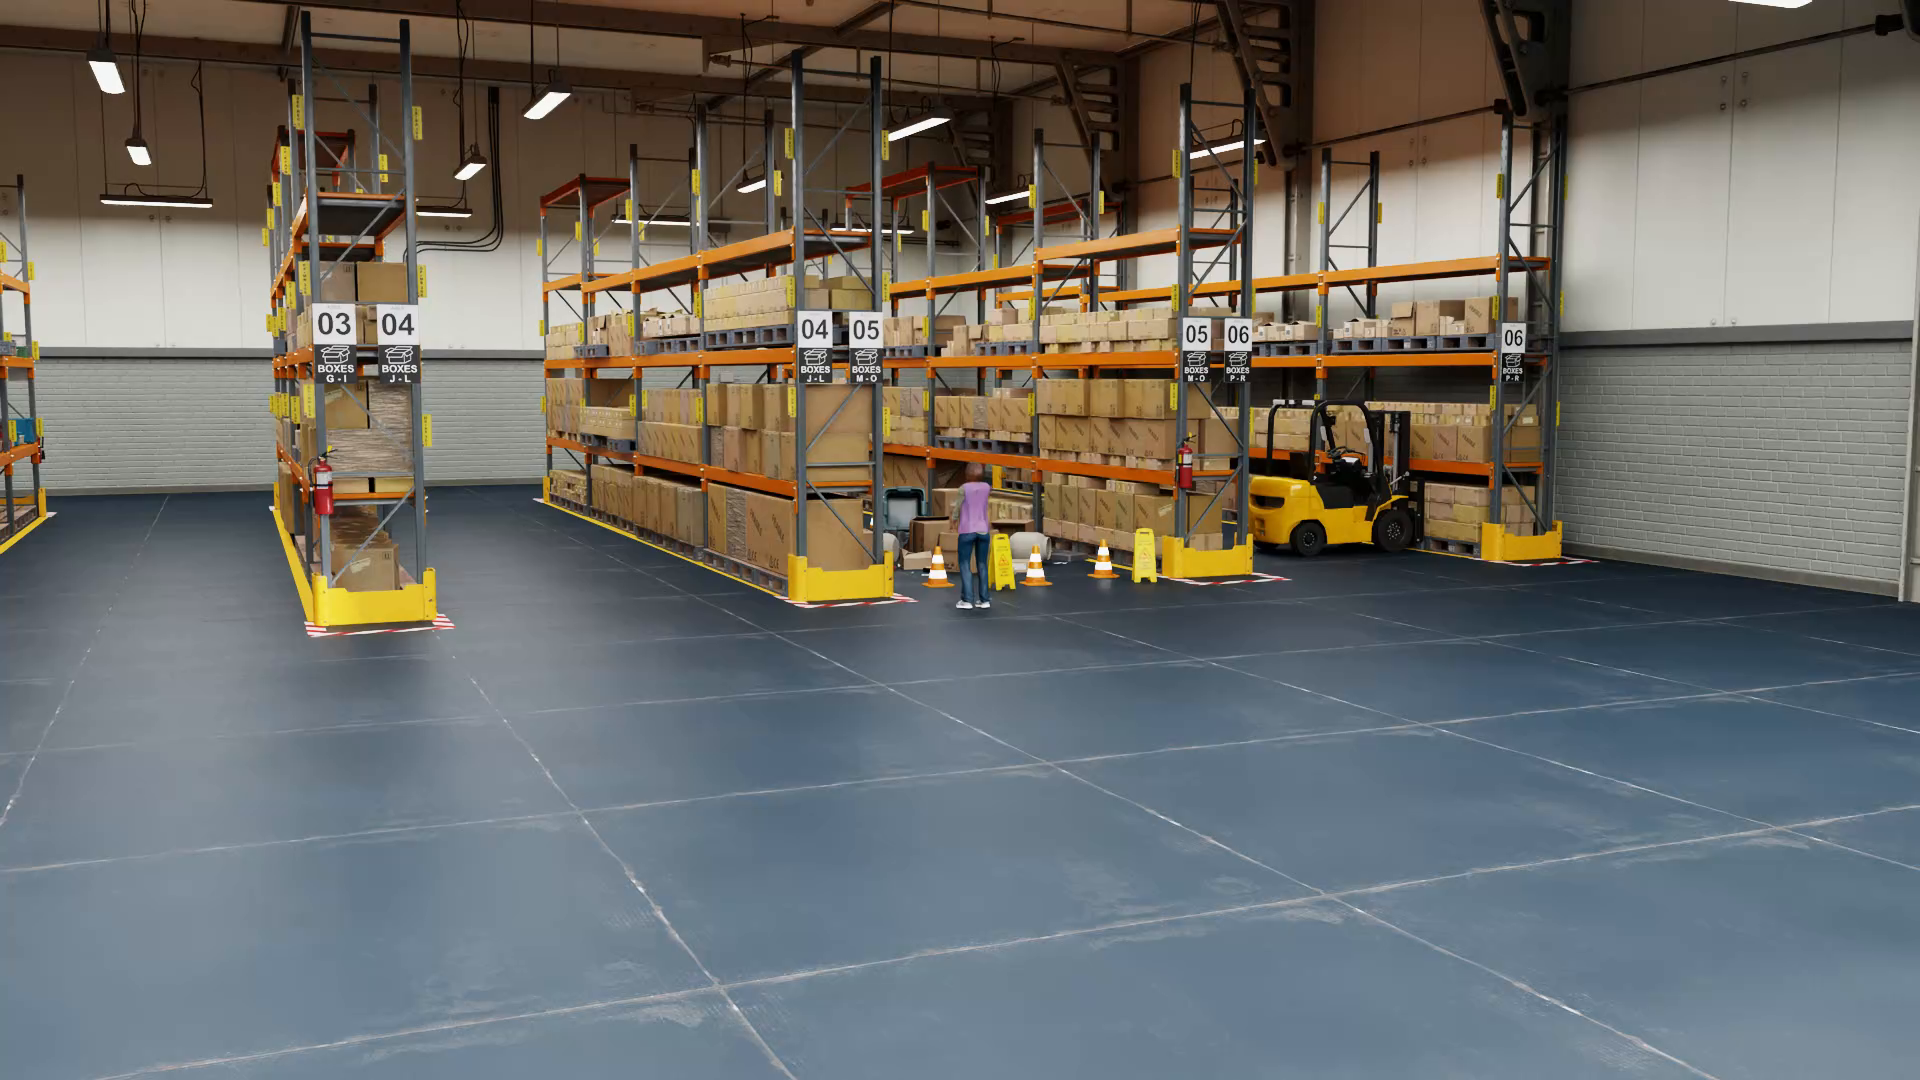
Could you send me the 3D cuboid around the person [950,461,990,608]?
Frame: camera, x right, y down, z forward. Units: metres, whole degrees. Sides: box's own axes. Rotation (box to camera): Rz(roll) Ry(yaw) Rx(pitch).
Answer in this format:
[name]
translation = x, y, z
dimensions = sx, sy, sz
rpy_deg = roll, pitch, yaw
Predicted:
[person]
translation = 0.114, -0.065, 17.900
dimensions = 0.405, 1.593, 0.489
rpy_deg = -2, 6, -23
